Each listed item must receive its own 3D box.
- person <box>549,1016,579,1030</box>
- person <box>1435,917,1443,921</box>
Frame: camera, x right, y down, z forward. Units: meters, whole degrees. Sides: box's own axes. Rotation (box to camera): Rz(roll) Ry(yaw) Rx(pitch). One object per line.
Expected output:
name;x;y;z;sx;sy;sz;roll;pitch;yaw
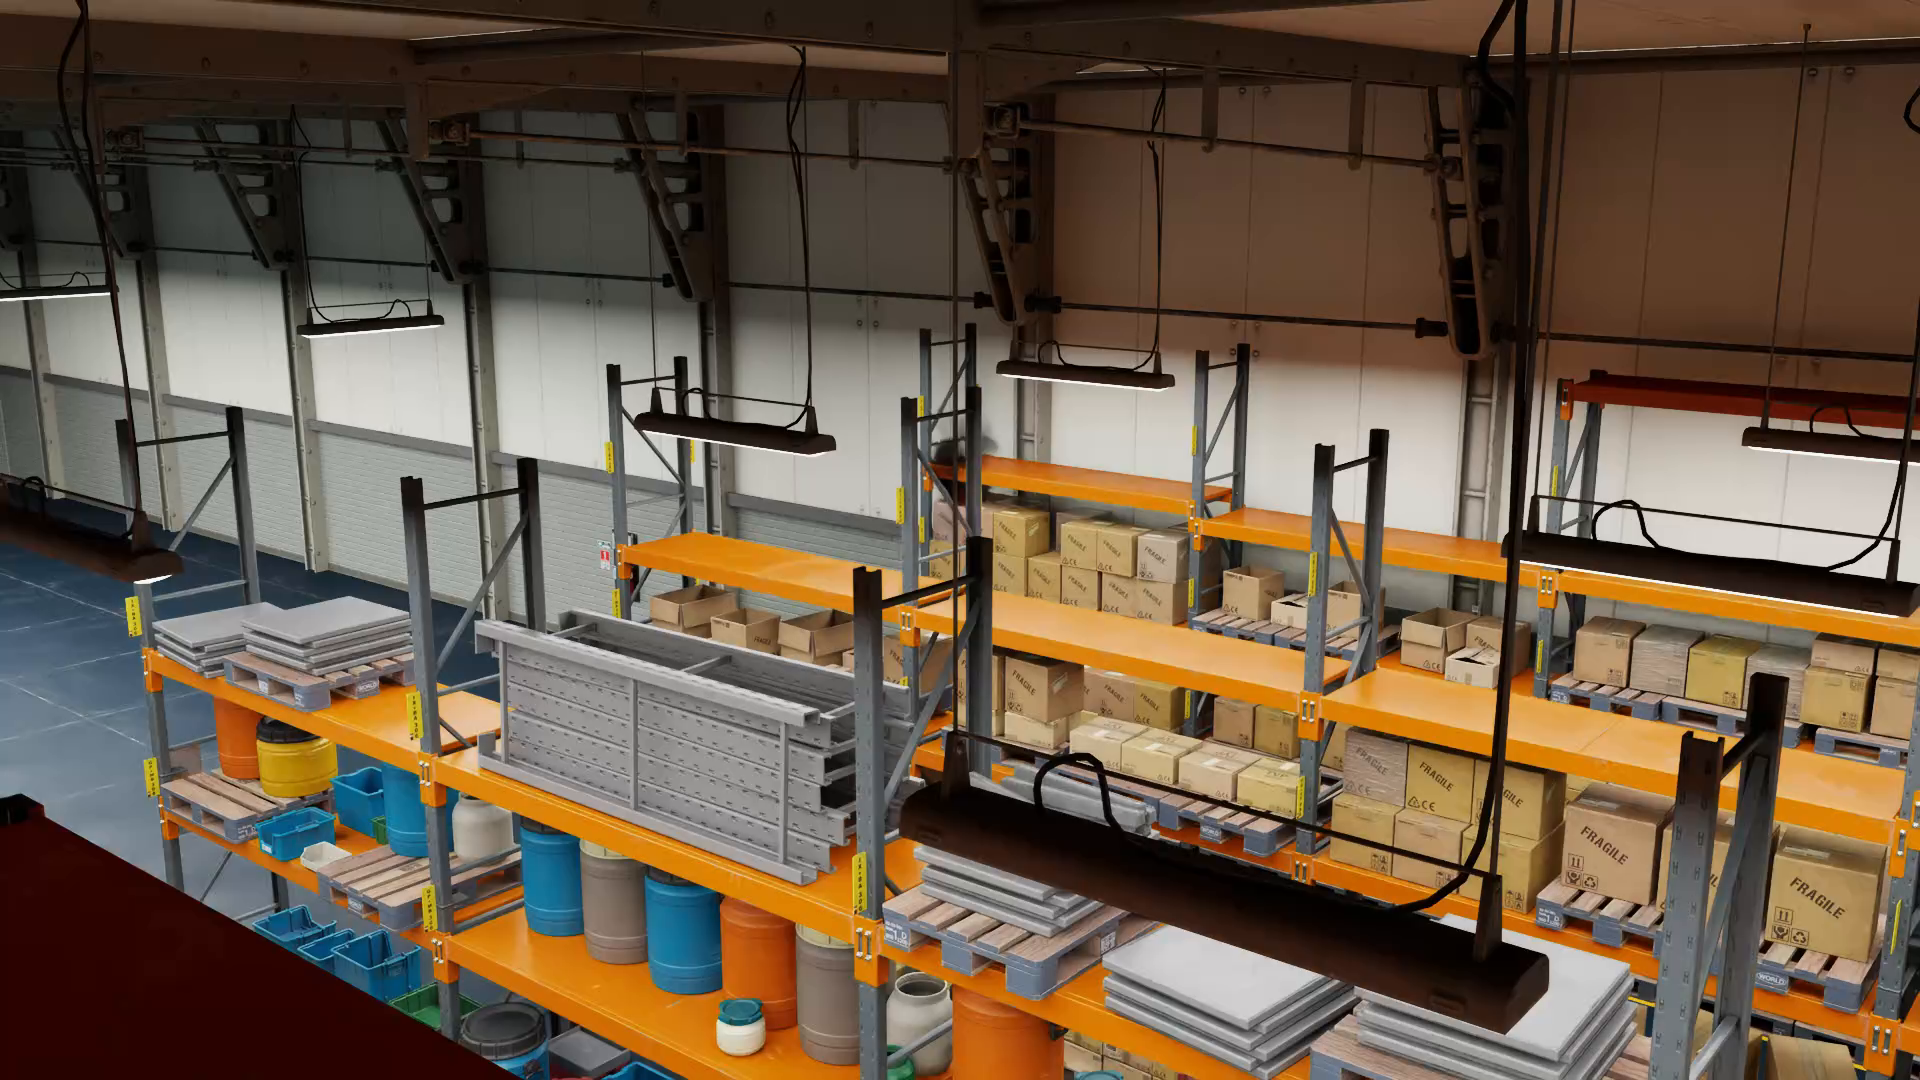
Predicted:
person;-3.450;4.019;14.636;0.570;1.681;0.658;8;15;31
person;4.263;4.061;14.729;0.666;1.552;0.541;9;15;34
